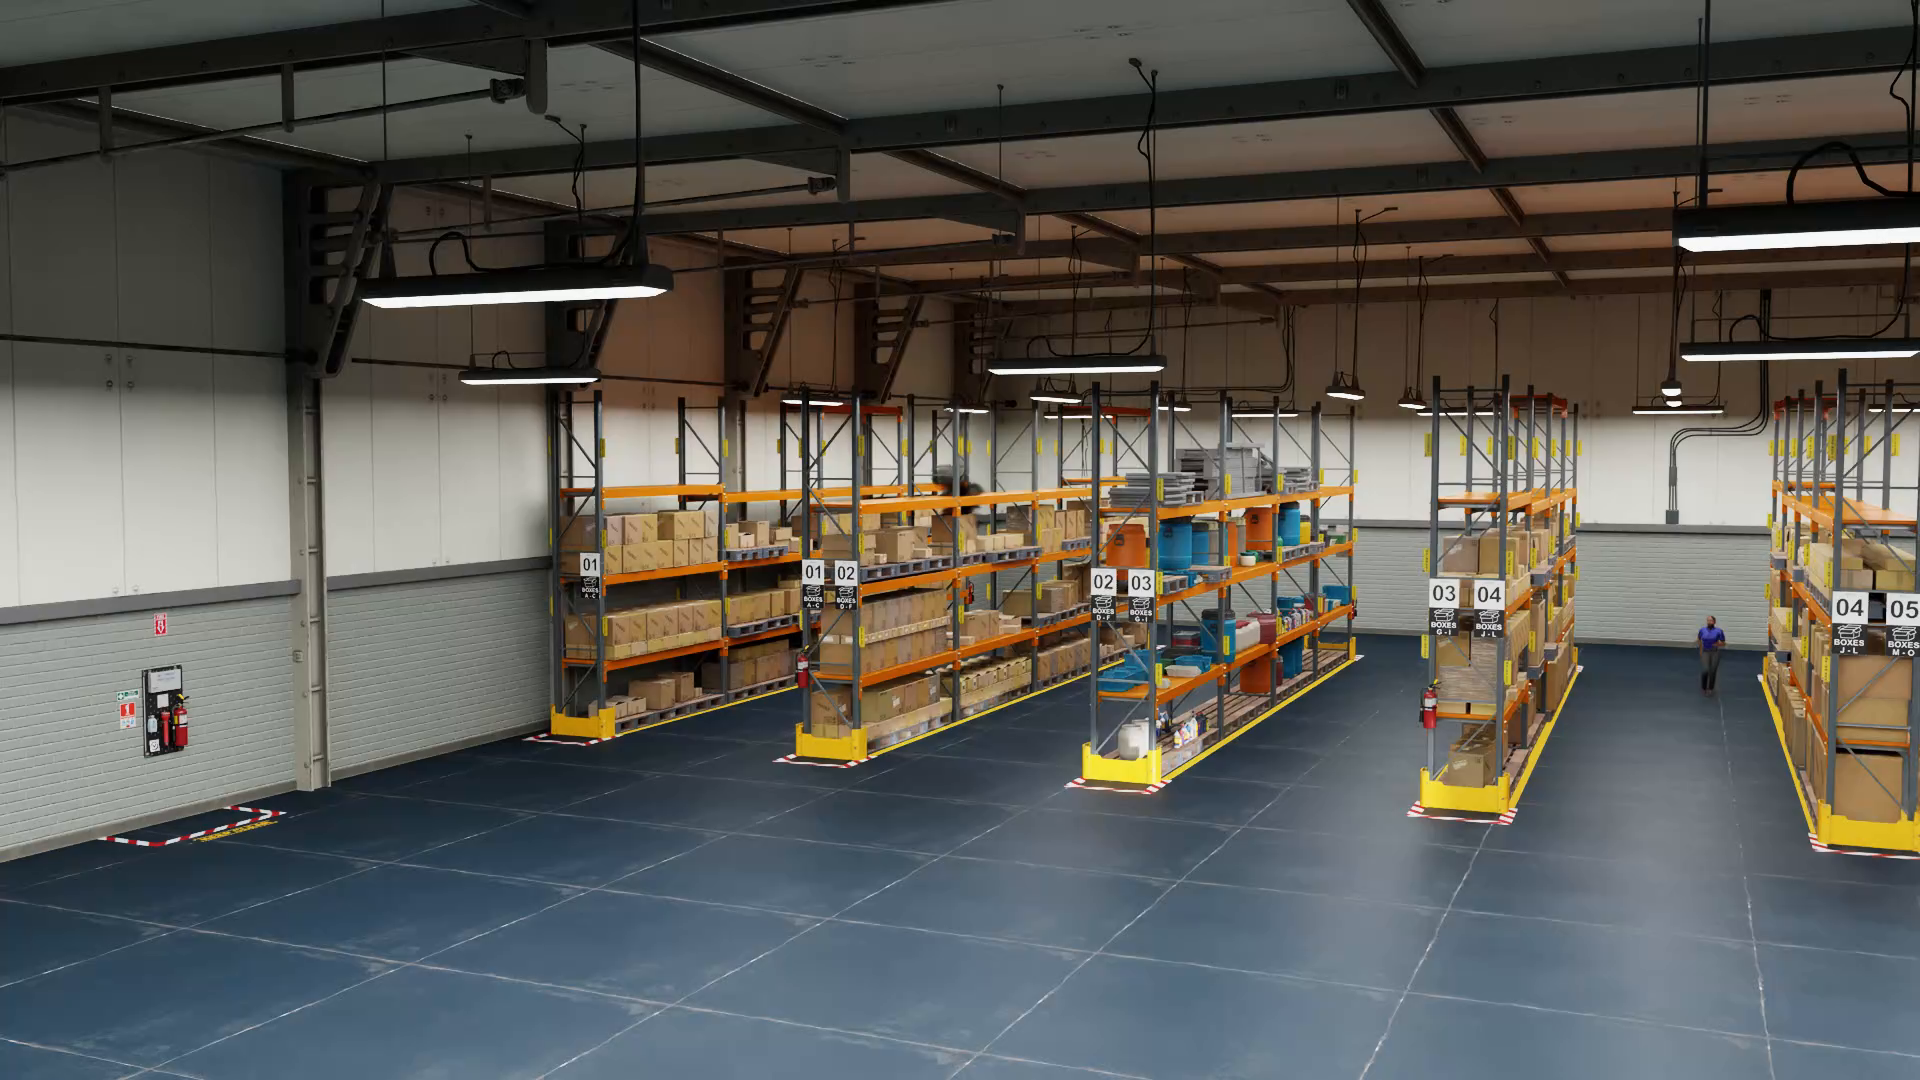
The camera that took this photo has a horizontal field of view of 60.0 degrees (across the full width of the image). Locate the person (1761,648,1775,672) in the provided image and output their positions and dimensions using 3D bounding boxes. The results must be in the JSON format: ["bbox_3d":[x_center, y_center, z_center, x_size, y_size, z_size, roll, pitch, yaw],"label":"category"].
[{"bbox_3d":[18.183,2.186,36.898,0.701,1.539,0.820,1,3,23],"label":"person"}]

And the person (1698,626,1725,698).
[{"bbox_3d":[15.114,2.445,33.473,0.510,1.483,0.485,2,4,27],"label":"person"}]
